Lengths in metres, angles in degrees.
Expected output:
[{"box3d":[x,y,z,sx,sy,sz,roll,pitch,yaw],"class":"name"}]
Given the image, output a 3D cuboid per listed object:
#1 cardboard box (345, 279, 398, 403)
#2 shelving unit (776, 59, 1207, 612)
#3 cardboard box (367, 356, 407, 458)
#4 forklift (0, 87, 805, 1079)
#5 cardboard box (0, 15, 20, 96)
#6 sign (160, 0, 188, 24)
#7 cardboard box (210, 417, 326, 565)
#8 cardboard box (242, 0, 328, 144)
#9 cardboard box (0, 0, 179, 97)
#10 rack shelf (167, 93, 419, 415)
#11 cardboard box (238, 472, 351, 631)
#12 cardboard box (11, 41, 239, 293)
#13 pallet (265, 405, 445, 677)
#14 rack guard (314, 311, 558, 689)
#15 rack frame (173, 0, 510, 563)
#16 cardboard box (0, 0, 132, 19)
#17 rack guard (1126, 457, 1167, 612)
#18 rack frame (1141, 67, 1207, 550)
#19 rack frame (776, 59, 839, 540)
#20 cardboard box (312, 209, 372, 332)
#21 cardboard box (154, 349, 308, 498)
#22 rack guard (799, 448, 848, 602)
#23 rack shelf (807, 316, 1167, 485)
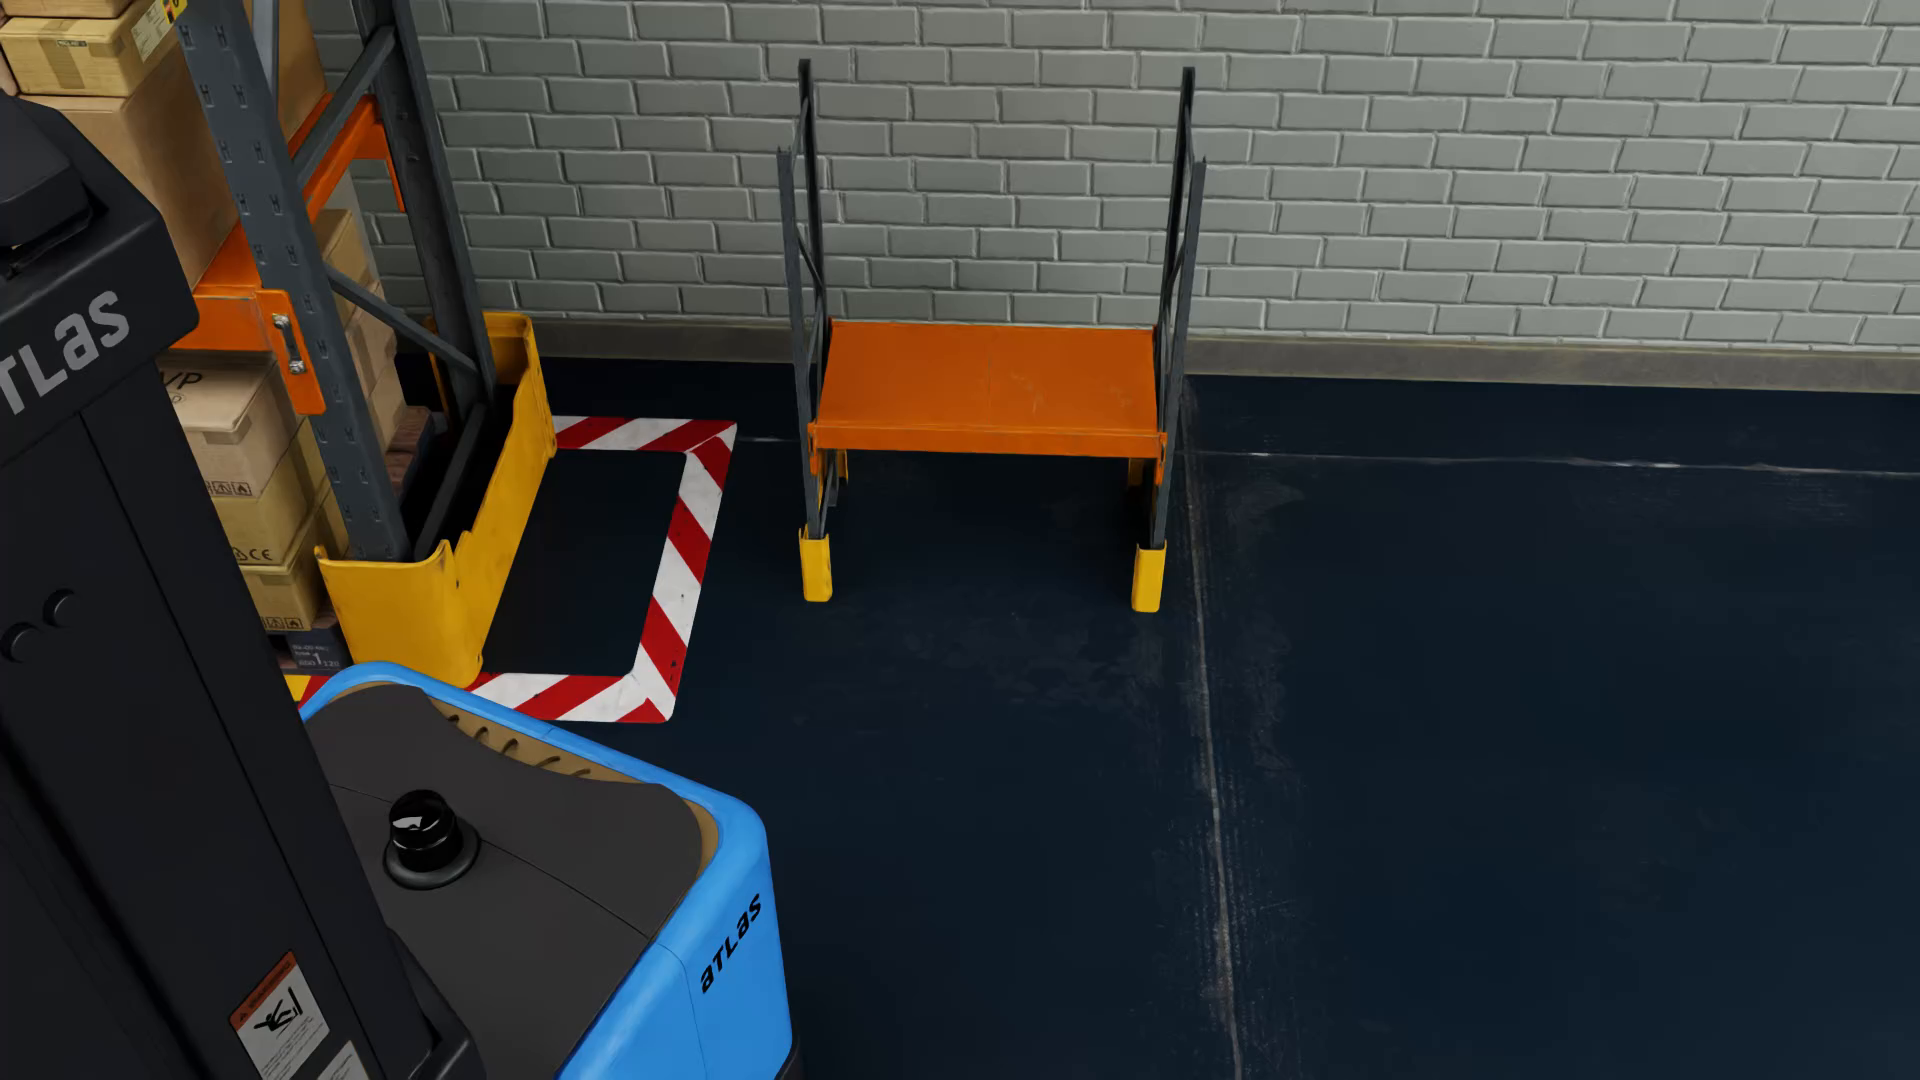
[{"box3d":[-2.033,-0.549,4.981,0.500,0.250,0.500,2,43,3],"class":"cardboard box"},{"box3d":[0.076,-0.546,4.736,1.083,1.500,0.587,2,43,2],"class":"shelving unit"},{"box3d":[-2.054,-0.358,5.143,0.500,0.250,0.500,2,43,2],"class":"cardboard box"},{"box3d":[-1.439,0.989,2.038,1.130,2.935,3.031,18,46,18],"class":"forklift"},{"box3d":[-2.188,-1.144,3.728,0.250,0.149,0.380,2,43,3],"class":"cardboard box"},{"box3d":[-1.611,-1.204,3.318,0.005,0.325,0.100,2,43,2],"class":"sign"},{"box3d":[-2.073,-0.195,4.601,0.500,0.250,0.500,1,43,1],"class":"cardboard box"},{"box3d":[-2.055,-1.303,4.375,0.500,0.500,0.500,3,43,3],"class":"cardboard box"},{"box3d":[-1.931,-1.156,3.741,0.250,0.149,0.380,2,43,3],"class":"cardboard box"},{"box3d":[-3.570,-0.861,4.501,4.000,0.370,1.077,2,43,2],"class":"rack shelf"},{"box3d":[-2.056,-0.009,4.768,0.500,0.250,0.500,2,43,2],"class":"cardboard box"},{"box3d":[-2.076,-0.935,3.980,0.500,0.500,0.500,1,43,1],"class":"cardboard box"},{"box3d":[-2.338,-0.037,5.135,1.213,0.211,1.003,2,43,2],"class":"pallet"},{"box3d":[-1.548,-0.147,5.041,0.348,0.500,1.175,2,43,2],"class":"rack guard"},{"box3d":[-1.572,-1.062,4.190,0.127,3.000,1.000,2,43,2],"class":"rack frame"},{"box3d":[-1.940,-1.313,3.691,0.250,0.149,0.380,2,43,2],"class":"cardboard box"},{"box3d":[0.574,-0.074,5.146,0.087,0.250,0.587,2,43,2],"class":"rack guard"},{"box3d":[0.593,-0.531,4.719,0.032,1.500,0.500,2,43,2],"class":"rack frame"},{"box3d":[-0.423,-0.562,4.753,0.032,1.500,0.500,2,43,2],"class":"rack frame"},{"box3d":[-2.044,-0.719,4.797,0.500,0.250,0.500,1,43,1],"class":"cardboard box"},{"box3d":[-2.046,-0.378,4.430,0.500,0.250,0.500,3,43,3],"class":"cardboard box"},{"box3d":[-0.421,-0.104,5.179,0.087,0.250,0.587,2,43,2],"class":"rack guard"},{"box3d":[0.085,-0.415,4.859,1.000,0.185,0.538,2,43,2],"class":"rack shelf"}]
